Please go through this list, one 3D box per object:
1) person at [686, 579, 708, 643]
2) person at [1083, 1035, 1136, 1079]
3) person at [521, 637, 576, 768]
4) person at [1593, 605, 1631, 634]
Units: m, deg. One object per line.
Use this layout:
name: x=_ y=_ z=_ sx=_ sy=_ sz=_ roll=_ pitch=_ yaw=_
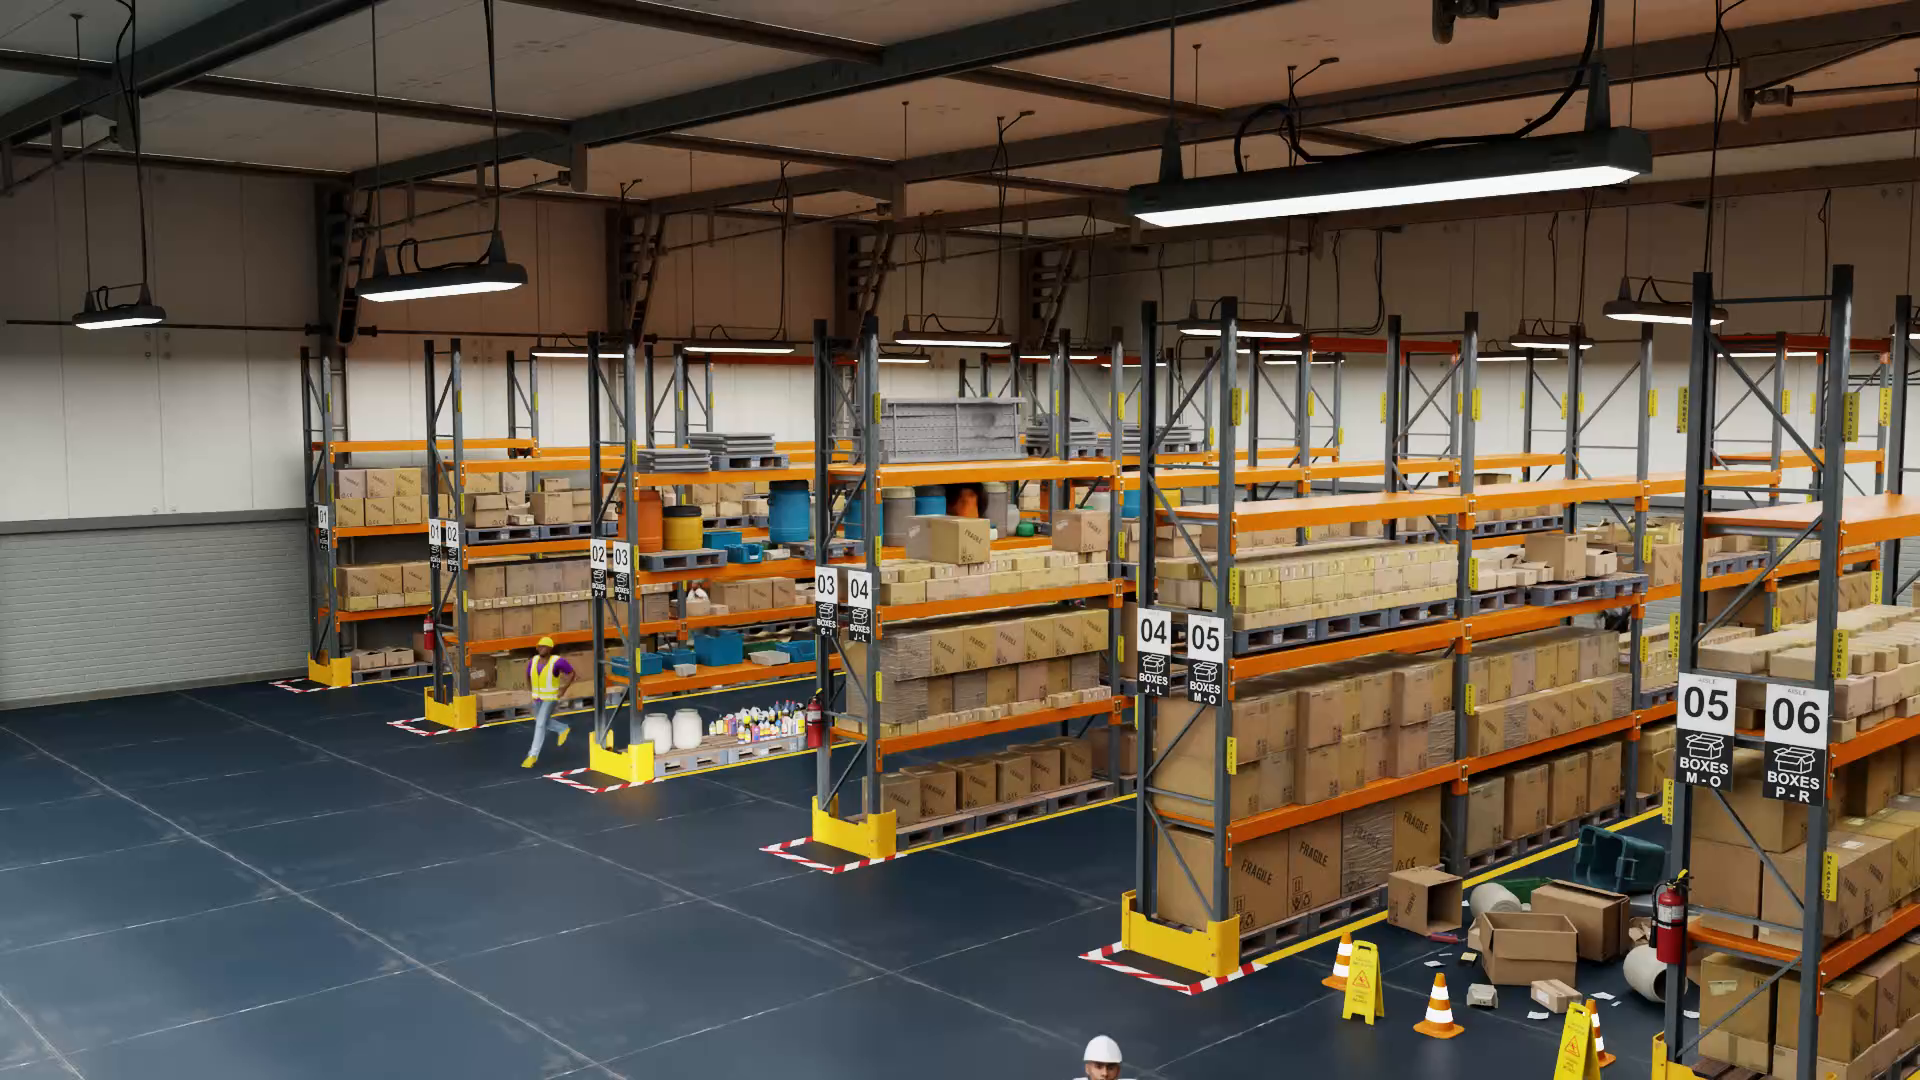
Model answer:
person: x=-5.061 y=1.535 z=32.121 sx=0.607 sy=1.665 sz=0.830 roll=4 pitch=7 yaw=40
person: x=0.783 y=3.516 z=8.889 sx=0.757 sy=1.732 sz=0.556 roll=0 pitch=5 yaw=1
person: x=-5.828 y=2.231 z=23.400 sx=0.690 sy=1.757 sz=1.129 roll=3 pitch=6 yaw=27
person: x=11.590 y=1.763 z=29.415 sx=0.702 sy=1.623 sz=0.858 roll=-1 pitch=5 yaw=-7
